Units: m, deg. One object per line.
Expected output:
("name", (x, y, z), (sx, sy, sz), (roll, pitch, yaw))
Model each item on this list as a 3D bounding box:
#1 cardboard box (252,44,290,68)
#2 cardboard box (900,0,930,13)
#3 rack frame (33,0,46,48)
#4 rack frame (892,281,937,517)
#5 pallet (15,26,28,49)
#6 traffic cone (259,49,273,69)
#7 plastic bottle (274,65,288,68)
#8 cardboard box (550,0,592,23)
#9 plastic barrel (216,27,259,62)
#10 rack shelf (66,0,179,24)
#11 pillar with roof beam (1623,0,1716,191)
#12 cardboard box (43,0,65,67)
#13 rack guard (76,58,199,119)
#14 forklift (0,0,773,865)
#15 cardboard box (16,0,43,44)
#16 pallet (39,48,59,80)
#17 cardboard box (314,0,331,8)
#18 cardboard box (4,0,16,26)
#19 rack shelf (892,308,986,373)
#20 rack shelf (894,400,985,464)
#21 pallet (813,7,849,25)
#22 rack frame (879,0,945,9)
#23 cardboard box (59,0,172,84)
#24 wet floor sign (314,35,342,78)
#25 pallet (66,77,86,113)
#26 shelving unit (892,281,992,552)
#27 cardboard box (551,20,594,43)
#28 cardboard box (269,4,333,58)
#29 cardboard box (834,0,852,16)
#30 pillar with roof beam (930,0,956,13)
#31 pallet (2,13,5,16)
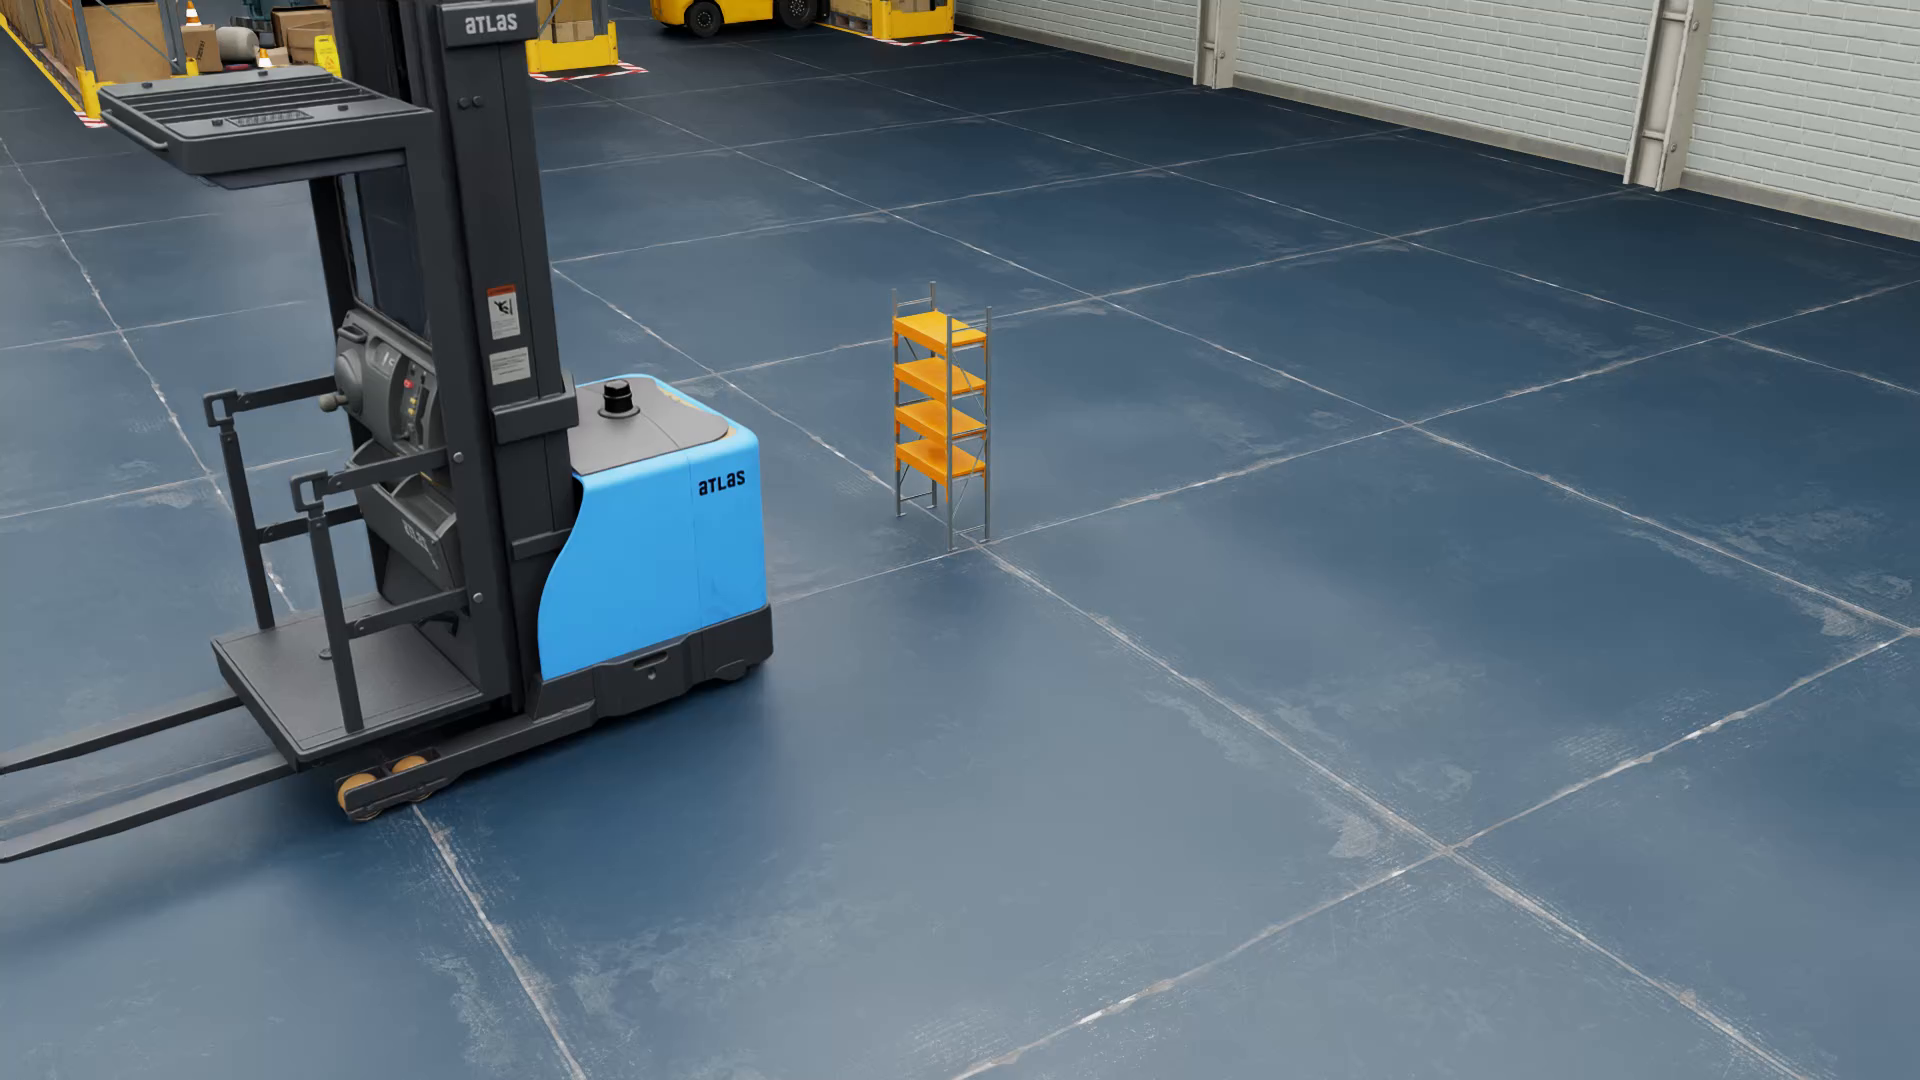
("cardboard box", (-8.613, -6.066, 20.788), (0.396, 0.266, 0.258), (-10, 27, -21))
("cardboard box", (-0.766, -7.572, 23.506), (0.500, 0.250, 0.500), (-15, 29, -29))
("rack frame", (-11.094, -7.487, 20.597), (1.000, 3.000, 0.127), (-16, 29, -30))
("rack frame", (-0.224, -0.689, 8.304), (0.240, 1.200, 0.015), (-16, 29, -30))
("pallet", (-12.249, -6.922, 22.665), (1.003, 0.211, 1.213), (-16, 29, -30))
("traffic cone", (-8.011, -5.430, 19.211), (0.336, 0.463, 0.334), (-16, 29, -30))
("plastic bottle", (-8.352, -5.818, 20.502), (0.283, 0.061, 0.133), (18, 31, 33))
("cardboard box", (-5.041, -6.893, 21.189), (0.500, 0.500, 0.500), (-17, 30, -31))
("plastic barrel", (-9.190, -6.274, 21.045), (0.512, 0.421, 0.421), (3, 25, 6))
("rack shelf", (-10.003, -6.447, 19.235), (1.077, 0.370, 4.000), (-16, 29, -30))
("pillar with roof beam", (2.657, -6.281, 11.014), (9.100, 9.000, 0.400), (-16, 29, -30))
("cardboard box", (-10.314, -6.154, 19.769), (0.875, 0.875, 0.875), (-15, 29, -29))
("rack guard", (-8.898, -4.918, 18.082), (1.175, 0.500, 0.348), (-16, 29, -30))
("forklift", (-2.267, -0.555, 5.993), (3.031, 2.935, 1.130), (-18, 31, -34))
("cardboard box", (-11.509, -6.861, 21.414), (1.050, 0.750, 0.750), (-16, 29, -30))
("pallet", (-10.745, -5.936, 20.578), (1.003, 0.211, 1.213), (-16, 29, -30))
("cardboard box", (-8.477, -7.464, 22.588), (0.500, 0.500, 0.500), (-16, 29, -30))
("cardboard box", (-12.541, -7.540, 22.852), (1.050, 0.750, 0.750), (-15, 29, -29))
("rack shelf", (-0.090, -0.957, 7.952), (0.258, 0.148, 0.480), (-16, 29, -30))
("rack shelf", (-0.090, -0.541, 8.148), (0.258, 0.148, 0.480), (-16, 29, -30))
("pallet", (-1.776, -7.843, 24.617), (1.003, 0.211, 1.213), (-16, 29, -30))
("rack frame", (-0.662, -8.405, 22.540), (1.000, 3.000, 0.127), (-16, 29, -30))
("cardboard box", (-9.336, -5.513, 18.412), (0.875, 0.875, 0.875), (-15, 29, -29))
("wet floor sign", (-7.236, -5.443, 19.025), (0.267, 0.644, 0.232), (-22, 33, -38))
("pallet", (-9.413, -5.064, 18.729), (1.003, 0.211, 1.213), (-16, 29, -30))
("shelving unit", (-0.090, -0.602, 8.119), (0.258, 1.200, 0.503), (-16, 29, -30))
("cardboard box", (-5.027, -6.546, 21.332), (0.500, 0.250, 0.500), (-16, 30, -30))
("cardboard box", (-8.416, -6.550, 21.376), (0.797, 0.637, 0.503), (-16, 29, -30))
("cardboard box", (-1.447, -7.626, 23.619), (0.500, 0.250, 0.500), (-16, 29, -30))
("pillar with roof beam", (-3.894, -10.573, 20.106), (9.100, 9.000, 0.400), (-16, 29, -30))
("pallet", (-13.703, -7.937, 24.816), (1.003, 0.211, 1.213), (-16, 29, -30))
